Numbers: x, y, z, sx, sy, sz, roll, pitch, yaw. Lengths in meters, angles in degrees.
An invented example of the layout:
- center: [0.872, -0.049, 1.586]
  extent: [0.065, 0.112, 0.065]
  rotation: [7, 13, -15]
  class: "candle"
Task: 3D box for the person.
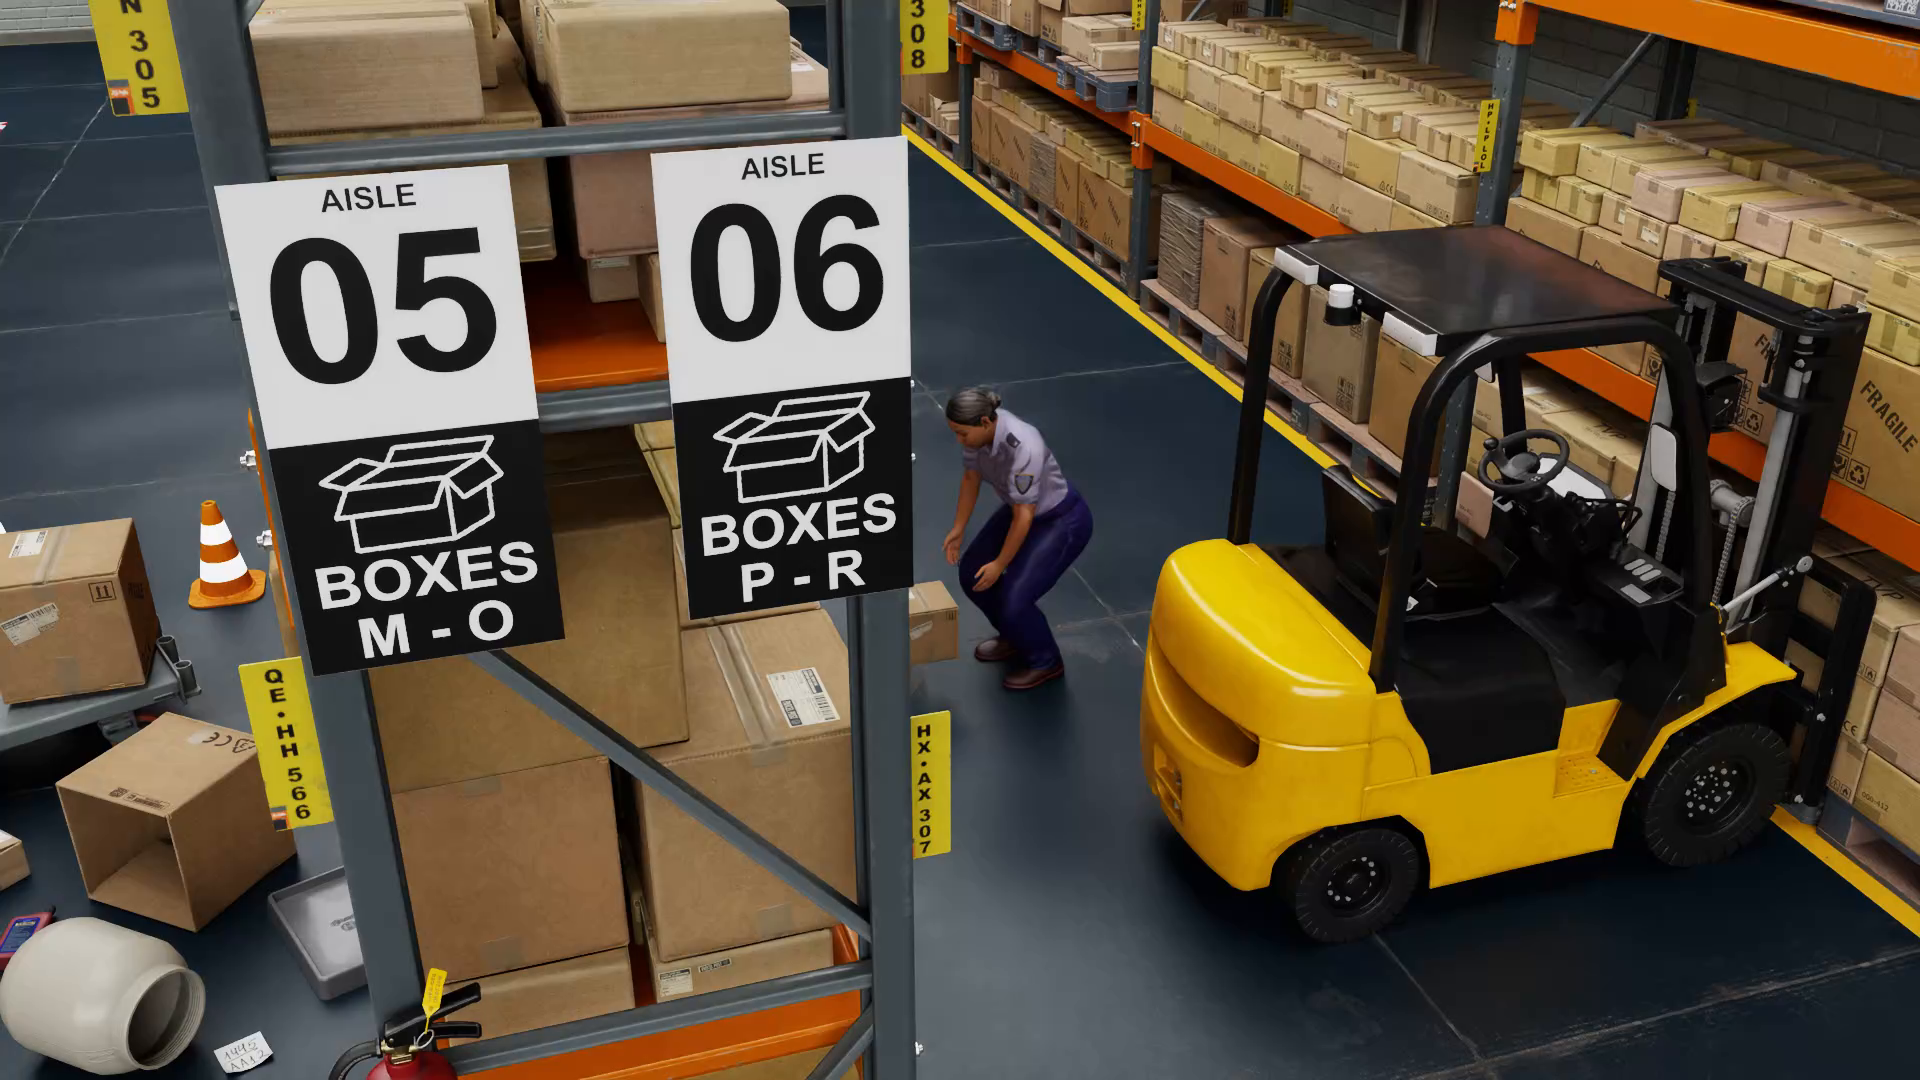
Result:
- center: [0.243, -0.032, 7.020]
  extent: [0.654, 1.369, 0.534]
  rotation: [-12, 29, -23]
  class: "person"
